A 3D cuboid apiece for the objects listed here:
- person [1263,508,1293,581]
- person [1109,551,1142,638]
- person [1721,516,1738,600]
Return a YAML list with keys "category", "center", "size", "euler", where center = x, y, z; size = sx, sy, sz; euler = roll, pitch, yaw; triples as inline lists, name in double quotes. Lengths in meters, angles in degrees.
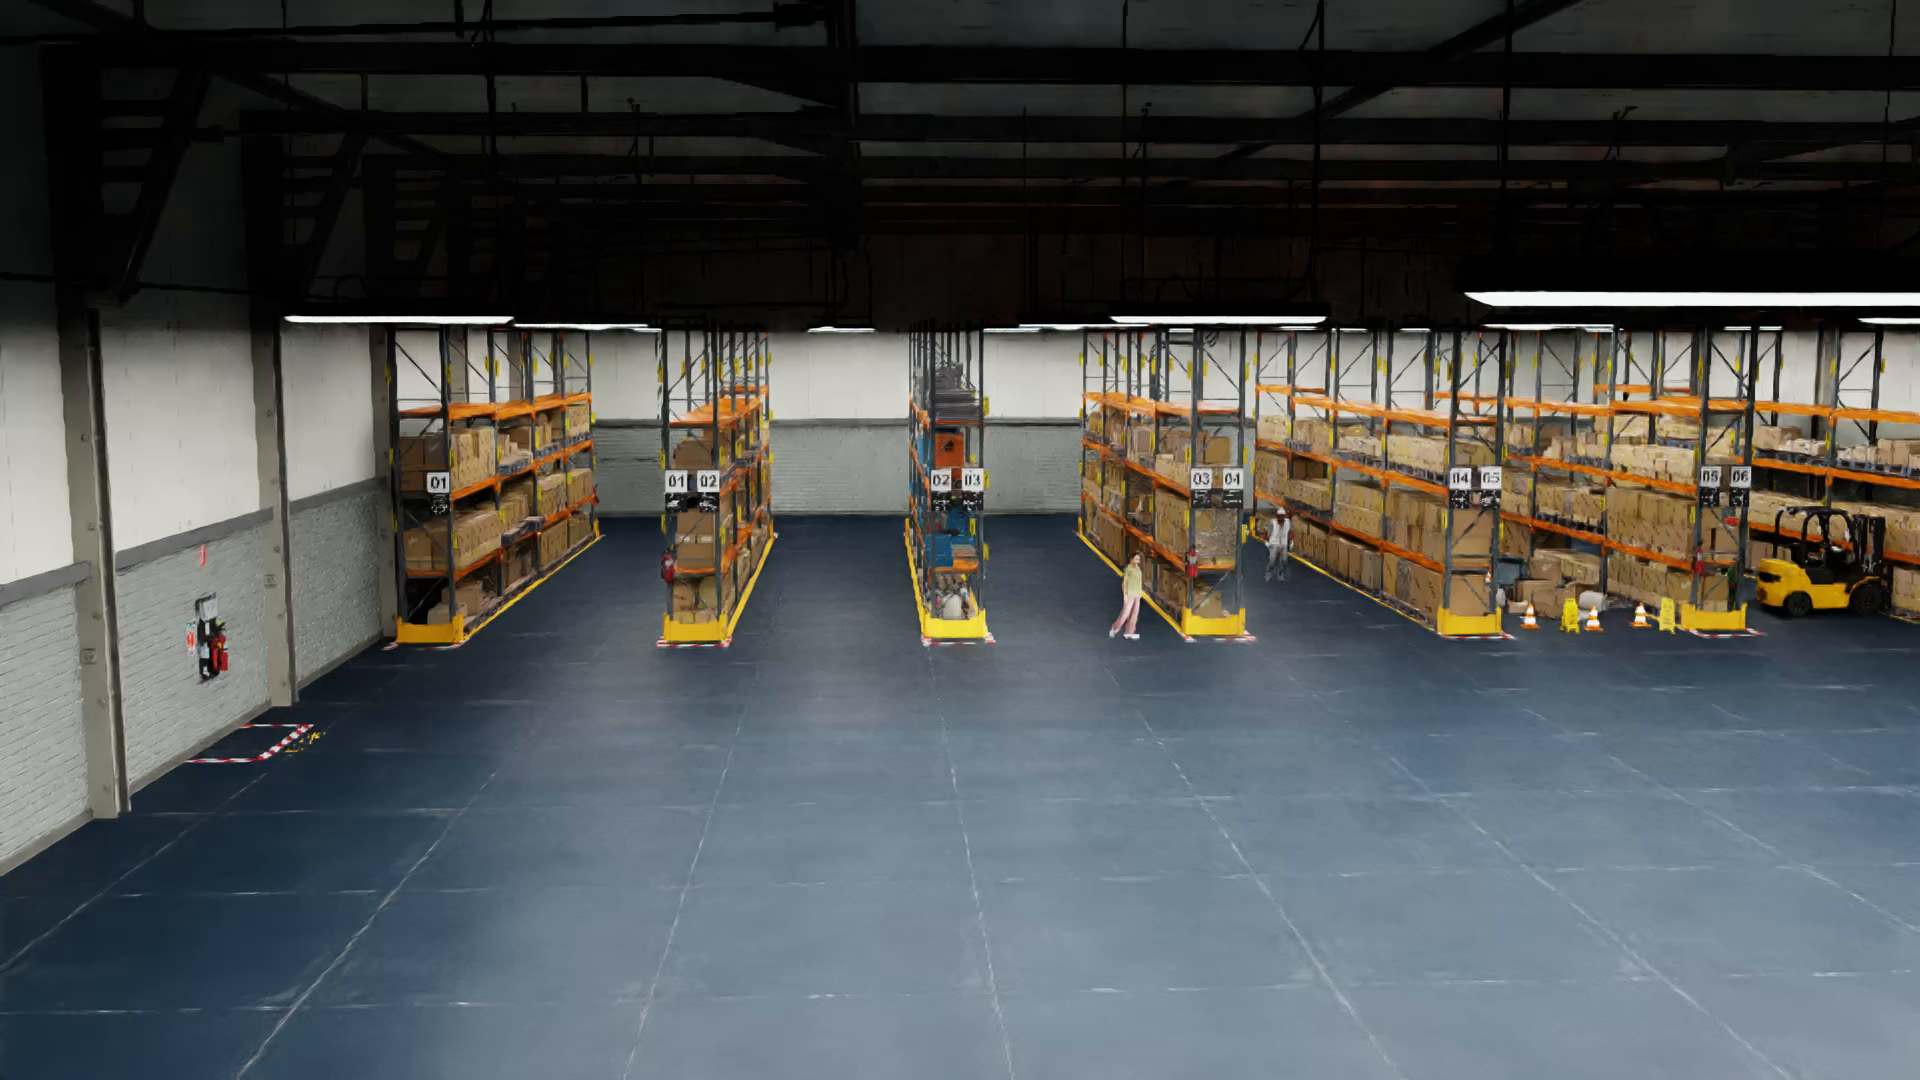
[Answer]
- category: "person"
  center: [7.391, 0.109, 38.592]
  size: [0.702, 1.734, 0.549]
  euler: [-1, 7, -5]
- category: "person"
  center: [3.123, 1.017, 31.316]
  size: [0.638, 1.633, 0.482]
  euler: [-7, 10, -43]
- category: "person"
  center: [16.582, 0.378, 35.994]
  size: [0.494, 1.786, 0.606]
  euler: [3, 8, 25]
